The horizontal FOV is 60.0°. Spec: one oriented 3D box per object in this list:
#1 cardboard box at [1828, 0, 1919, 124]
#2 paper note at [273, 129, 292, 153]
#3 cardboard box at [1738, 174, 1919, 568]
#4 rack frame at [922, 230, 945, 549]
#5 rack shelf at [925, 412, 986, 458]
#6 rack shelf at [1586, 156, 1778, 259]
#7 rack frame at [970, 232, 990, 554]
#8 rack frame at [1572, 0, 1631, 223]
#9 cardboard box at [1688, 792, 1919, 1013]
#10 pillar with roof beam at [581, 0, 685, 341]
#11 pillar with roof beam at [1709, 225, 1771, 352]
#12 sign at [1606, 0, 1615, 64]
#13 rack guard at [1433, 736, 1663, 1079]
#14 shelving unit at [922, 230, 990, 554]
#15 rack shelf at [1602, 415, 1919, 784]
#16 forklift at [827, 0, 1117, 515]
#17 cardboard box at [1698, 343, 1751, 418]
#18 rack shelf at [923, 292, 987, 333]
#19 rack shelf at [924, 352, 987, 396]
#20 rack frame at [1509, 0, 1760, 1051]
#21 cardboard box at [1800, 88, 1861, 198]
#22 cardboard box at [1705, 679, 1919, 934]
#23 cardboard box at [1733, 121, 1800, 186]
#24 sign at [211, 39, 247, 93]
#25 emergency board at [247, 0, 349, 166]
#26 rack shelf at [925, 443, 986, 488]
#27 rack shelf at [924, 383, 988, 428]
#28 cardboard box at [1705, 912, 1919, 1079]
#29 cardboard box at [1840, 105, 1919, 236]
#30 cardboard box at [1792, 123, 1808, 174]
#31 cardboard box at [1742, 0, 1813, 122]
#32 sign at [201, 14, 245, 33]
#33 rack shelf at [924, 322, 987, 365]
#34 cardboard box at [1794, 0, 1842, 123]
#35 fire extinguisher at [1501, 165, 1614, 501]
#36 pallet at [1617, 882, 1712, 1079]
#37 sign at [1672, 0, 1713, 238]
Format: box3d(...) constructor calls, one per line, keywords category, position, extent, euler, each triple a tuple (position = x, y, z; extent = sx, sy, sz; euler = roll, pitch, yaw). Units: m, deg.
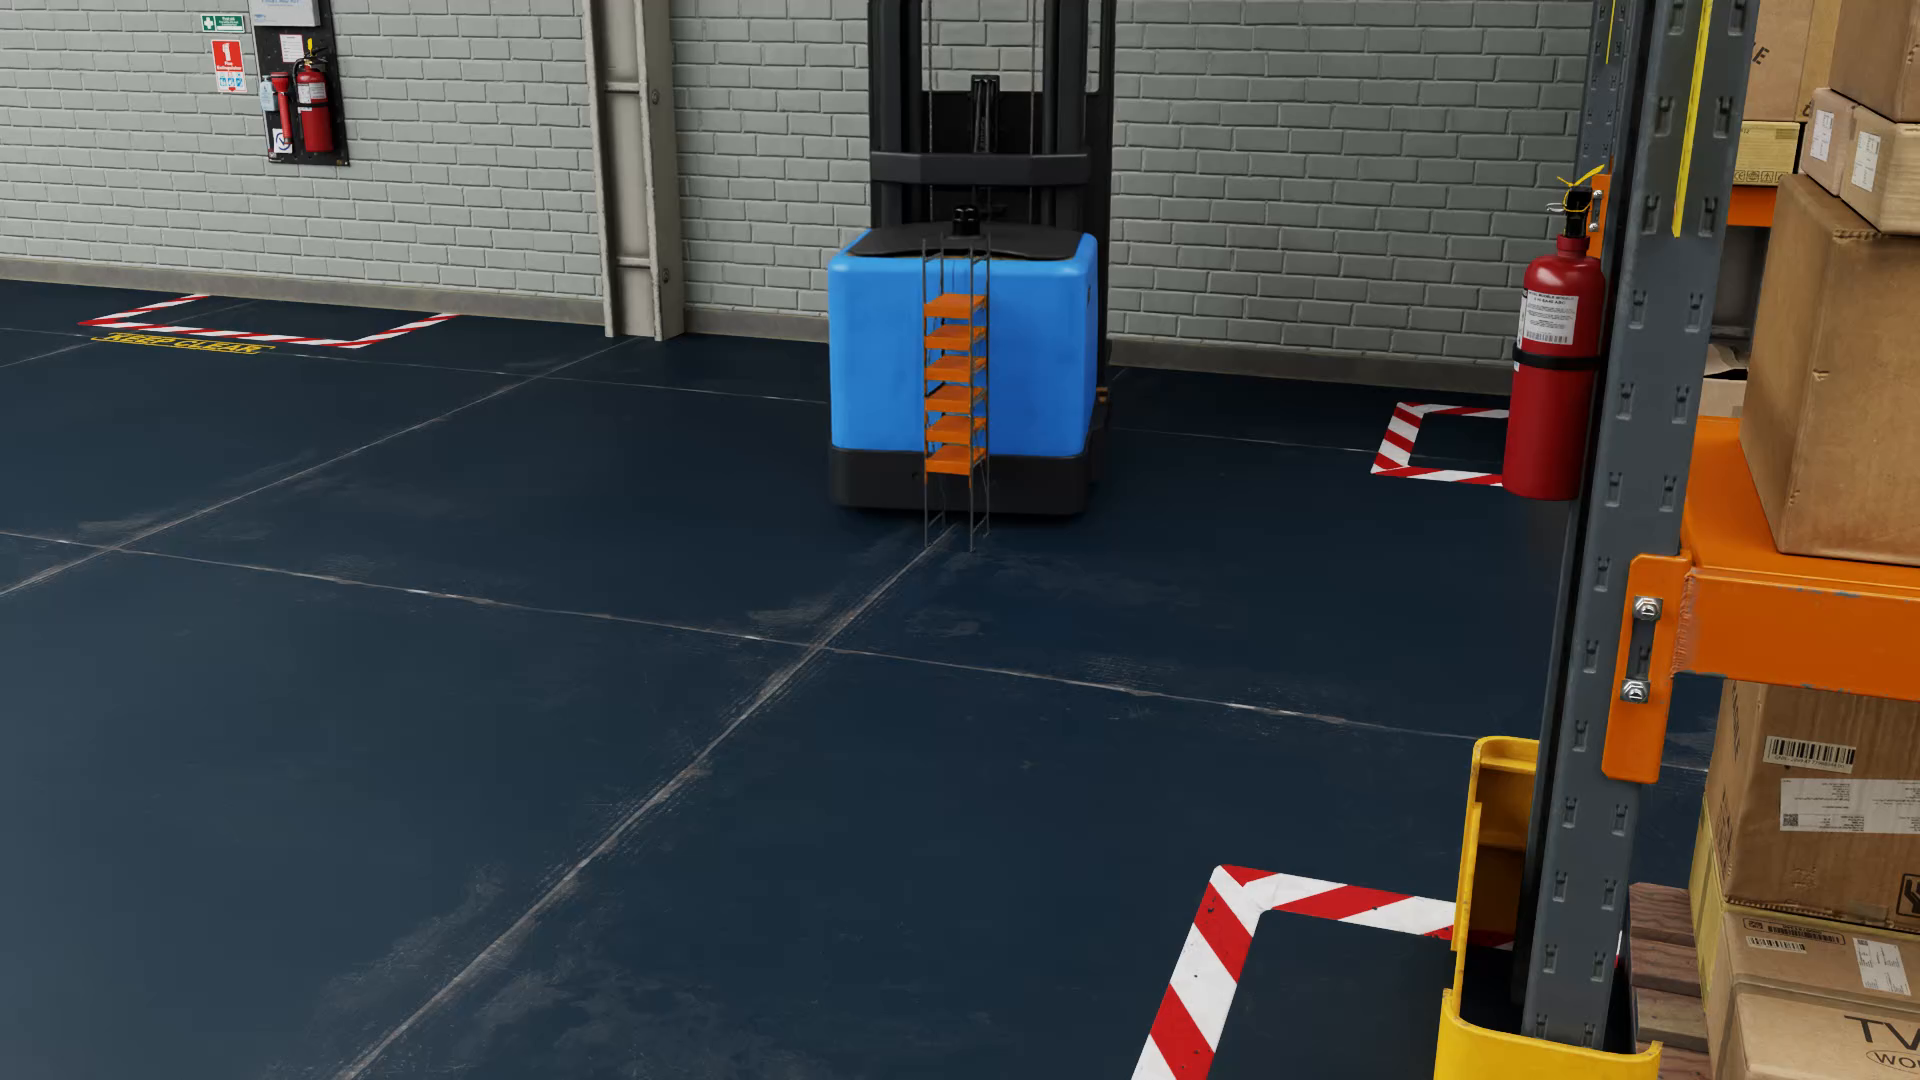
box3d(category="cardboard box", position=(1.660, -0.902, 2.483), extent=(0.500, 0.500, 0.700), euler=(7, 20, 18))
box3d(category="paper note", position=(-4.394, -2.587, 10.780), extent=(0.142, 0.148, 0.016), euler=(7, 20, 18))
box3d(category="cardboard box", position=(1.610, -0.295, 2.713), extent=(0.500, 0.500, 0.700), euler=(7, 20, 18))
box3d(category="rack frame", position=(-0.099, -0.570, 6.387), extent=(0.006, 1.200, 0.240), euler=(6, 20, 16))
box3d(category="rack shelf", position=(-0.011, -0.406, 6.416), extent=(0.180, 0.103, 0.258), euler=(6, 20, 16))
box3d(category="rack shelf", position=(4.684, -1.287, 6.804), extent=(4.000, 0.370, 1.077), euler=(7, 20, 18))
box3d(category="rack frame", position=(0.076, -0.552, 6.336), extent=(0.006, 1.200, 0.240), euler=(6, 20, 16))
box3d(category="rack frame", position=(2.795, -1.843, 7.305), extent=(0.127, 3.000, 1.000), euler=(7, 20, 18))
box3d(category="cardboard box", position=(1.776, 0.764, 3.366), extent=(0.500, 0.250, 0.500), euler=(7, 20, 18))
box3d(category="pillar with roof beam", position=(-3.340, -4.178, 4.892), extent=(0.400, 9.000, 9.100), euler=(7, 20, 18))
box3d(category="pillar with roof beam", position=(2.327, -3.530, 3.032), extent=(0.400, 9.000, 9.100), euler=(7, 20, 18))
box3d(category="sign", position=(2.617, -2.083, 6.679), extent=(0.005, 0.325, 0.100), euler=(7, 20, 18))
box3d(category="rack guard", position=(1.150, 0.876, 3.304), extent=(0.348, 0.500, 1.175), euler=(7, 20, 18))
box3d(category="shelving unit", position=(-0.012, -0.561, 6.362), extent=(0.189, 1.200, 0.258), euler=(6, 20, 16))
box3d(category="rack shelf", position=(3.062, 0.254, 2.384), extent=(4.000, 0.370, 1.077), euler=(7, 20, 18))
box3d(category="forklift", position=(0.170, -1.926, 7.649), extent=(1.130, 2.935, 3.031), euler=(2, 19, 7))
box3d(category="cardboard box", position=(3.419, -0.678, 7.381), extent=(0.500, 0.311, 0.500), euler=(4, 20, 12))
box3d(category="rack shelf", position=(-0.012, -0.859, 6.258), extent=(0.180, 0.103, 0.258), euler=(6, 20, 16))
box3d(category="rack shelf", position=(-0.012, -0.632, 6.337), extent=(0.180, 0.103, 0.258), euler=(6, 20, 16))
box3d(category="rack frame", position=(1.173, -0.302, 2.885), extent=(0.127, 3.000, 1.000), euler=(7, 20, 18))
box3d(category="cardboard box", position=(1.596, -0.673, 2.814), extent=(0.250, 0.149, 0.380), euler=(6, 20, 17))
box3d(category="cardboard box", position=(1.777, 0.409, 3.245), extent=(0.500, 0.500, 0.500), euler=(7, 20, 18))
box3d(category="cardboard box", position=(3.152, -1.630, 6.892), extent=(0.500, 0.250, 0.500), euler=(6, 20, 16))
box3d(category="sign", position=(-4.738, -3.071, 10.776), extent=(0.234, 0.329, 0.001), euler=(7, 20, 18))
box3d(category="emergency board", position=(-4.249, -2.963, 10.519), extent=(0.643, 1.169, 0.194), euler=(7, 20, 18))
box3d(category="rack shelf", position=(-0.011, -0.292, 6.455), extent=(0.180, 0.103, 0.258), euler=(6, 20, 16))
box3d(category="rack shelf", position=(-0.012, -0.519, 6.376), extent=(0.180, 0.103, 0.258), euler=(6, 20, 16))
box3d(category="cardboard box", position=(1.607, 0.925, 2.904), extent=(0.500, 0.250, 0.500), euler=(7, 20, 18))
box3d(category="cardboard box", position=(1.473, -0.546, 2.448), extent=(0.250, 0.149, 0.380), euler=(6, 20, 18))
box3d(category="cardboard box", position=(3.647, -1.578, 6.744), extent=(0.500, 0.250, 0.500), euler=(6, 20, 16))
box3d(category="cardboard box", position=(3.147, -1.990, 6.787), extent=(0.500, 0.500, 0.500), euler=(7, 20, 18))
box3d(category="sign", position=(-4.736, -3.318, 10.680), extent=(0.331, 0.109, 0.001), euler=(7, 20, 18))
box3d(category="rack shelf", position=(-0.012, -0.746, 6.298), extent=(0.180, 0.103, 0.258), euler=(6, 20, 16))
box3d(category="cardboard box", position=(3.611, -1.934, 6.625), extent=(0.500, 0.500, 0.500), euler=(7, 20, 18))
box3d(category="fire extinguisher", position=(1.214, -0.423, 3.349), extent=(0.183, 0.674, 0.296), euler=(7, 20, 18))
box3d(category="pallet", position=(1.909, 1.084, 3.145), extent=(1.213, 0.211, 1.003), euler=(7, 20, 18))
box3d(category="sign", position=(0.985, -0.576, 2.237), extent=(0.005, 0.325, 0.100), euler=(7, 20, 18))
